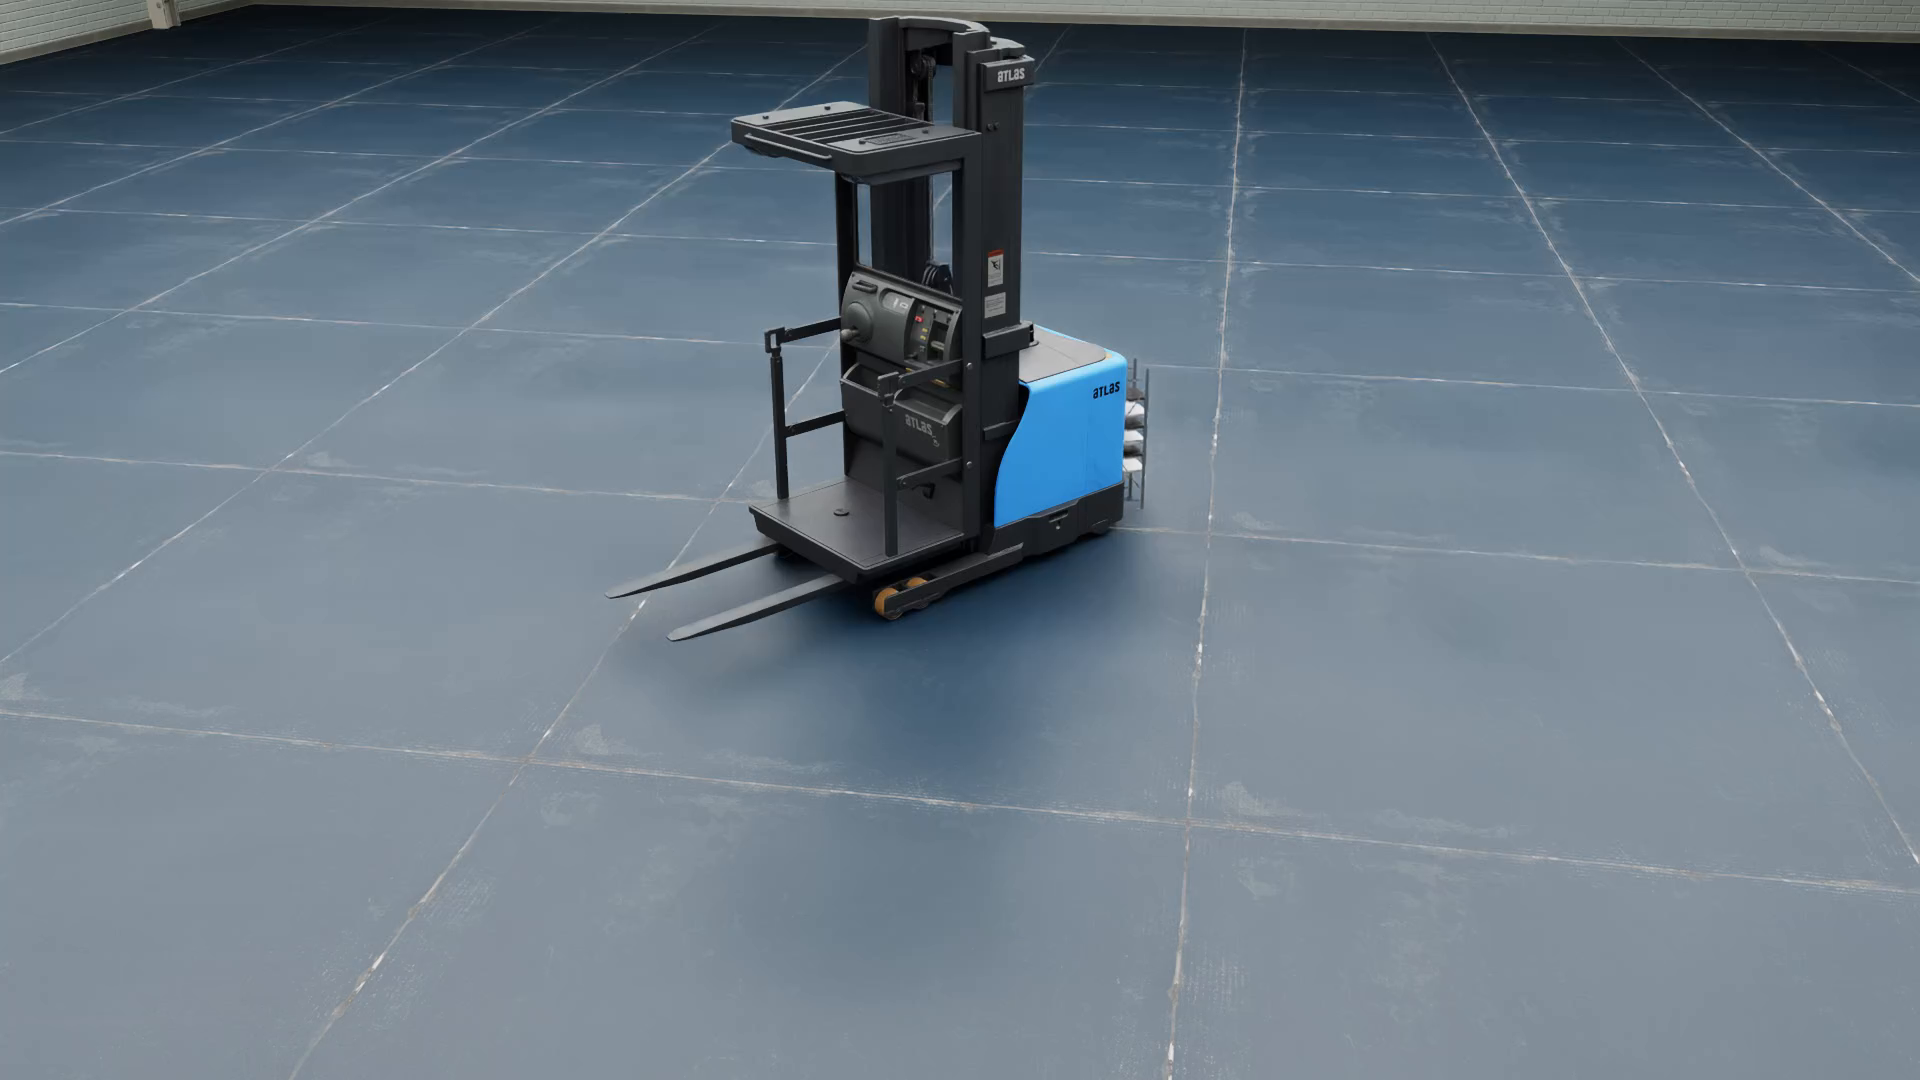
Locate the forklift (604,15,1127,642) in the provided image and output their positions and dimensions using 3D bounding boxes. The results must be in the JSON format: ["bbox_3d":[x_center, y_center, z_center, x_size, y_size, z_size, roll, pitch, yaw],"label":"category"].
[{"bbox_3d":[-0.479,-1.154,8.758,3.031,2.935,1.130,-20,32,-36],"label":"forklift"}]

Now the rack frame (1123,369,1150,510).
[{"bbox_3d":[1.001,-0.583,9.929,0.240,0.900,0.006,-7,26,-14],"label":"rack frame"}]

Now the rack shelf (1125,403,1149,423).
[{"bbox_3d":[0.972,-0.757,9.956,0.258,0.077,0.200,-7,26,-14],"label":"rack shelf"}]

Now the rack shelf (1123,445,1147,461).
[{"bbox_3d":[0.975,-0.512,10.070,0.258,0.077,0.200,-7,26,-14],"label":"rack shelf"}]

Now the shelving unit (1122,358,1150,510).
[{"bbox_3d":[0.974,-0.624,10.018,0.258,0.900,0.210,-7,26,-14],"label":"shelving unit"}]

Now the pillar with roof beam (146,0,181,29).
[{"bbox_3d":[-9.410,-12.608,26.071,9.100,9.000,0.400,4,25,9],"label":"pillar with roof beam"}]

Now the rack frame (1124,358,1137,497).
[{"bbox_3d":[0.946,-0.665,10.107,0.240,0.900,0.006,-7,26,-14],"label":"rack frame"}]

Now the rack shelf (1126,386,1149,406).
[{"bbox_3d":[0.972,-0.838,9.918,0.258,0.077,0.200,-7,26,-14],"label":"rack shelf"}]

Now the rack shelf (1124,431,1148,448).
[{"bbox_3d":[0.974,-0.594,10.032,0.258,0.077,0.200,-7,26,-14],"label":"rack shelf"}]

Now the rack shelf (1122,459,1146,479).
[{"bbox_3d":[0.975,-0.430,10.107,0.258,0.077,0.200,-7,26,-14],"label":"rack shelf"}]

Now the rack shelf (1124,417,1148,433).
[{"bbox_3d":[0.973,-0.675,9.994,0.258,0.077,0.200,-7,26,-14],"label":"rack shelf"}]
